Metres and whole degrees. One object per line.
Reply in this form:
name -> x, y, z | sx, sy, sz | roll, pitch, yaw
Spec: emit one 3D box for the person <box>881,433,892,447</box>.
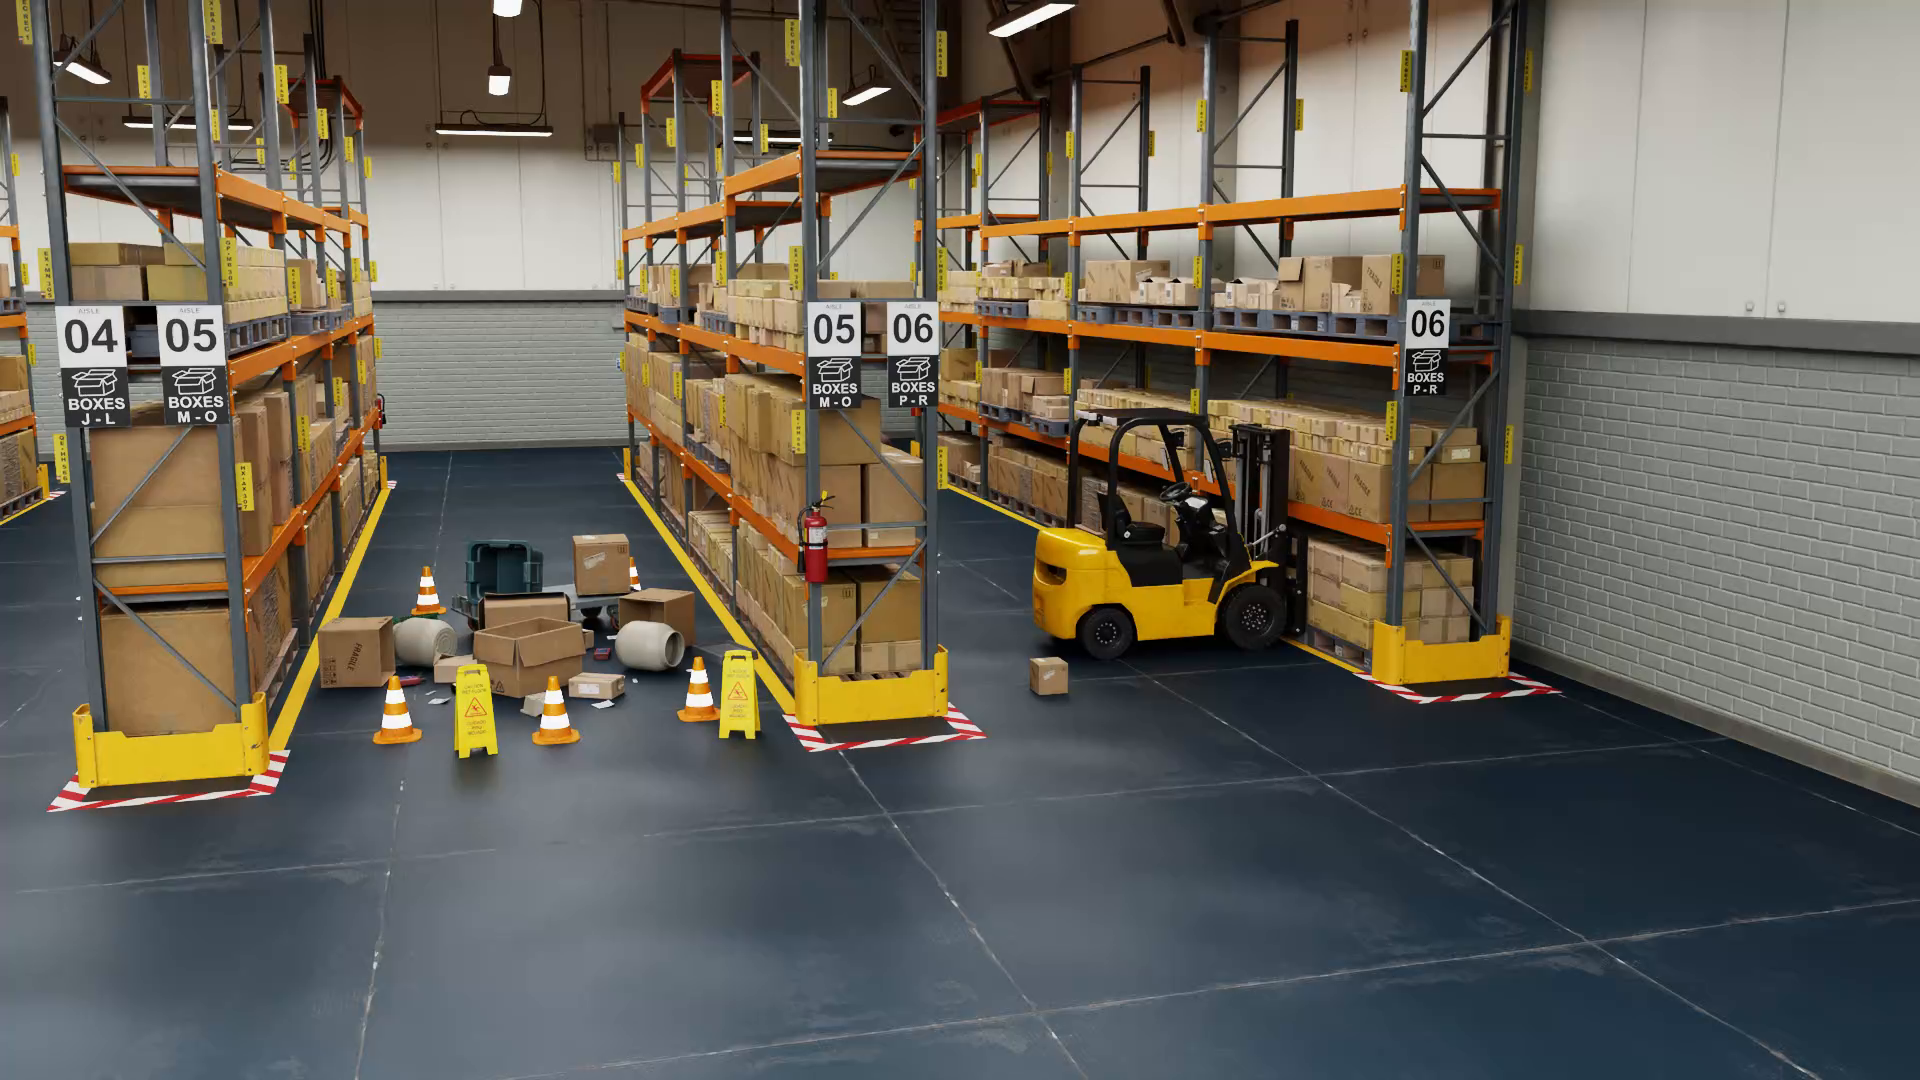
person -> -1.102, -0.640, 19.979 | 0.596, 1.825, 0.811 | -3, 10, -18
